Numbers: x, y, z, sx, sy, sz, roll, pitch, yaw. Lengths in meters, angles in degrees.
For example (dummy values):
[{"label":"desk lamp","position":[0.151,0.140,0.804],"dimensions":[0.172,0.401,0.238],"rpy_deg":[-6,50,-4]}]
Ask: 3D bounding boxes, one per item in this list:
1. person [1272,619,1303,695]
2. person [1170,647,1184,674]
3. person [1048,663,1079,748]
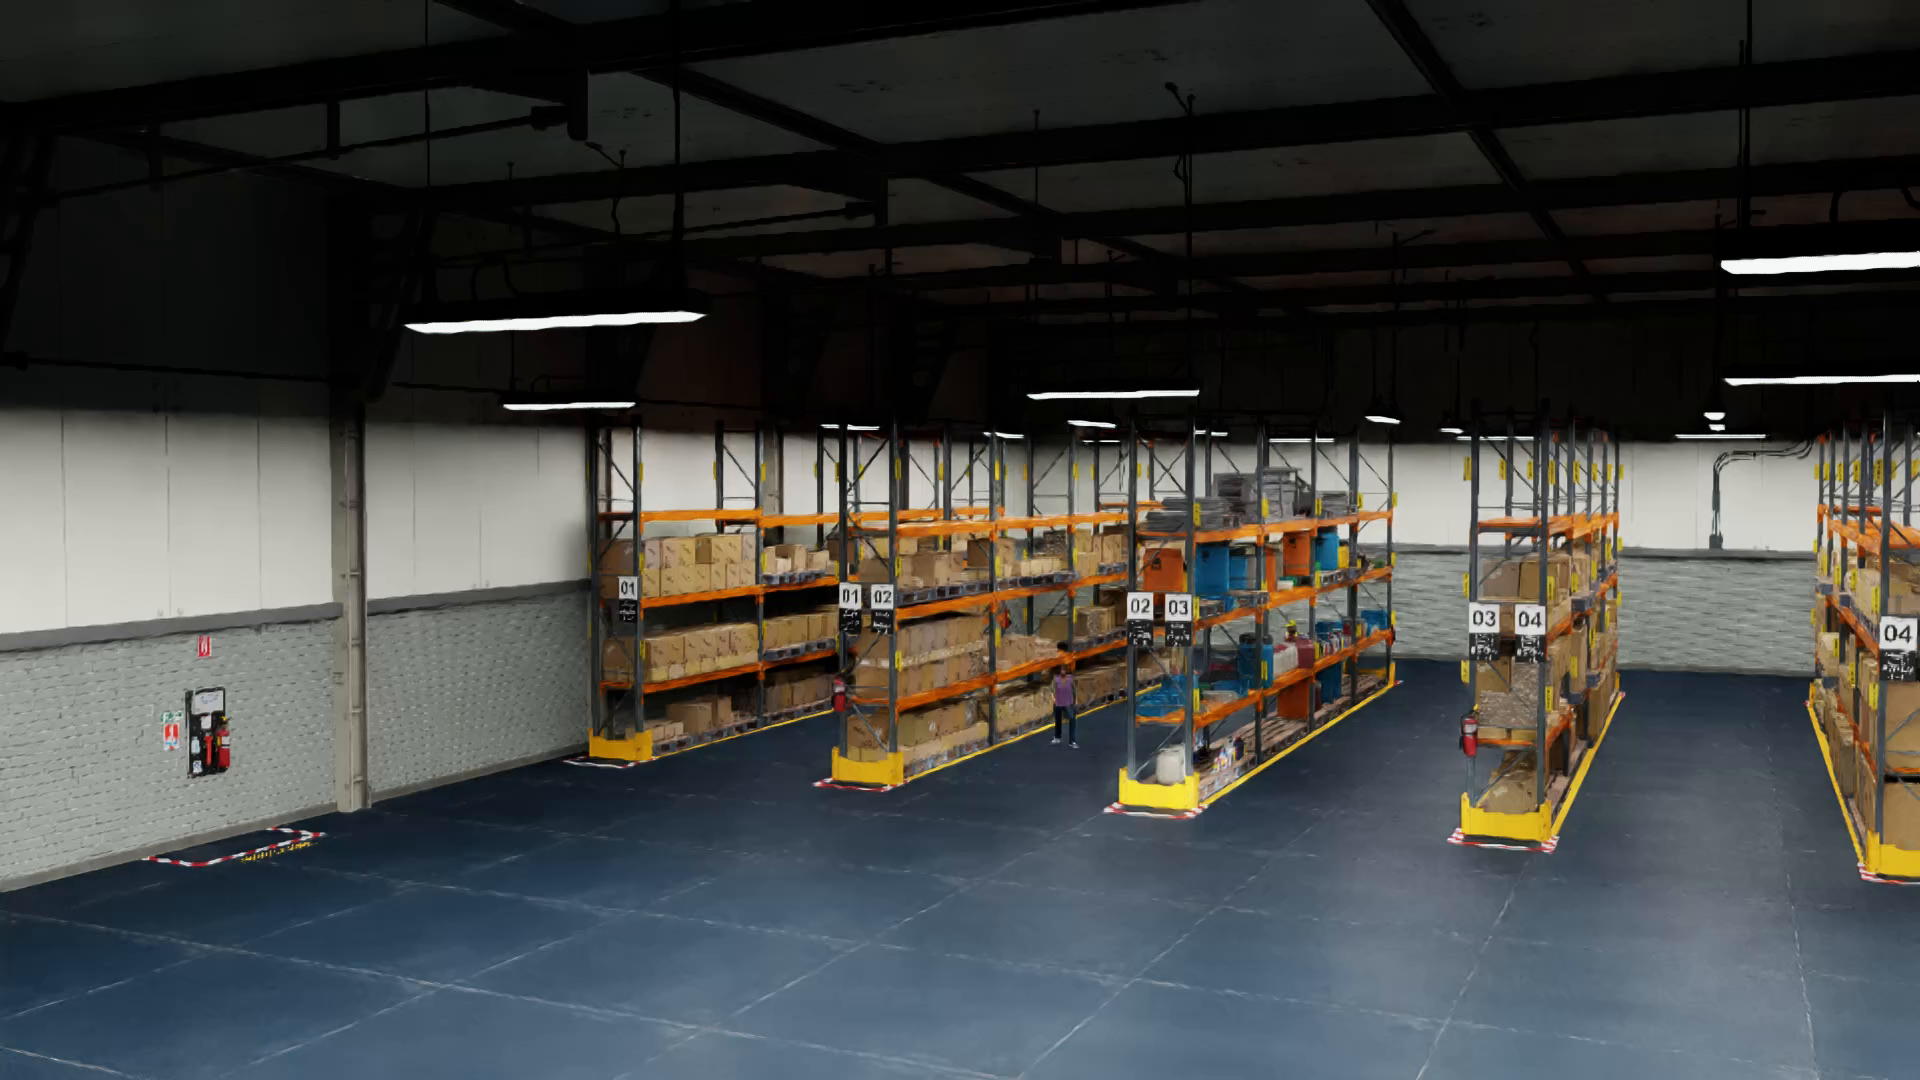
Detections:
[{"label":"person","position":[7.400,2.623,37.003],"dimensions":[0.953,1.721,0.622],"rpy_deg":[-2,3,-40]},{"label":"person","position":[4.668,2.689,35.475],"dimensions":[0.454,1.678,0.540],"rpy_deg":[0,2,3]},{"label":"person","position":[1.897,2.980,30.257],"dimensions":[0.561,1.525,0.788],"rpy_deg":[0,2,7]}]
